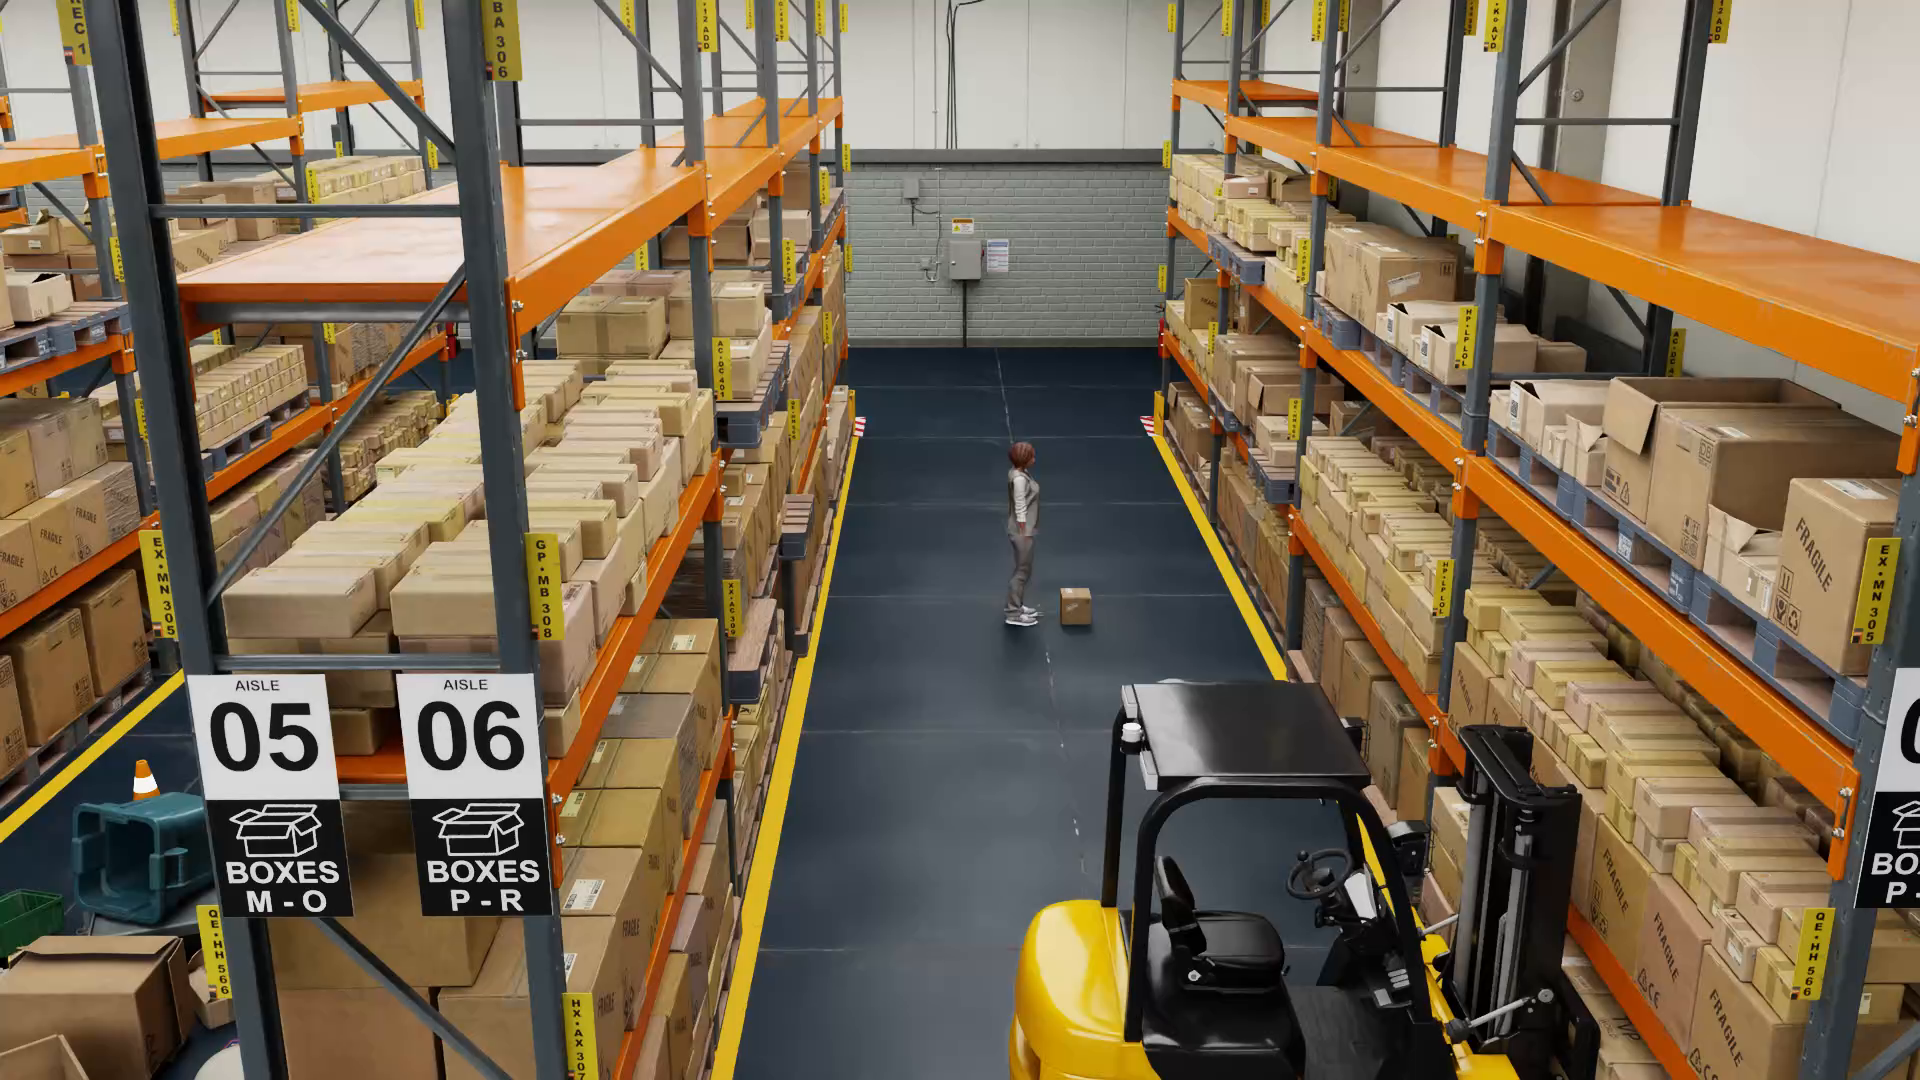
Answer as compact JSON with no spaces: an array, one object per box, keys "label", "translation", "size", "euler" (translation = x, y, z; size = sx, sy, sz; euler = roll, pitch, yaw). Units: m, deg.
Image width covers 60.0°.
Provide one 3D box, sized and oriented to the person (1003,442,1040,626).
[{"label":"person","translation":[0.530,-0.060,14.274],"size":[0.309,1.582,0.406],"euler":[0,17,0]}]
